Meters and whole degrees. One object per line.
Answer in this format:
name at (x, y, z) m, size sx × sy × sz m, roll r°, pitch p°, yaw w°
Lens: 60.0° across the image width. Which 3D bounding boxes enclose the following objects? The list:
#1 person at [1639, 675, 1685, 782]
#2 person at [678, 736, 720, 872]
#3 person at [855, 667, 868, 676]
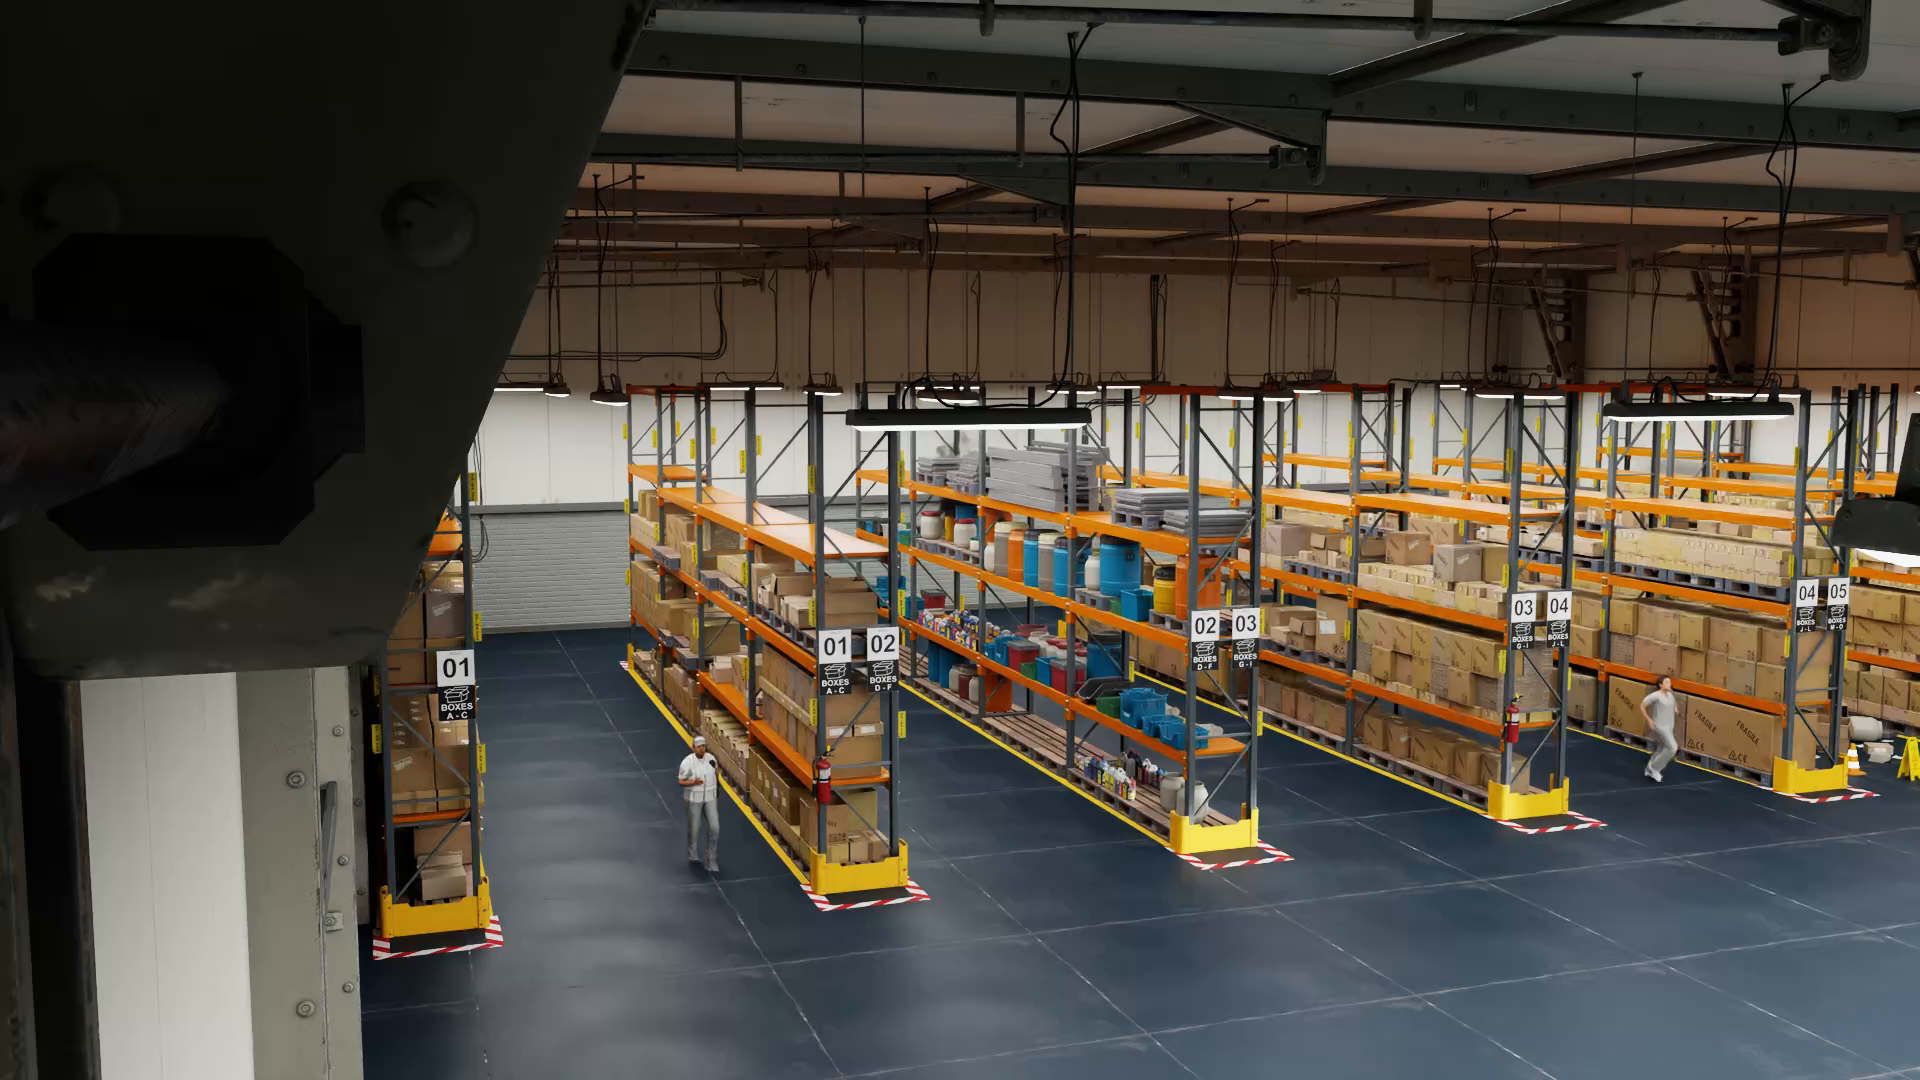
person at (10.757, 2.877, 25.395) m, size 0.545 × 1.638 × 0.641 m, roll -4°, pitch 7°, yaw -33°
person at (-3.289, 3.332, 21.098) m, size 0.585 × 1.719 × 0.708 m, roll -2°, pitch 6°, yaw -23°
person at (-1.842, 2.107, 29.676) m, size 0.651 × 1.752 × 0.567 m, roll -3°, pitch 7°, yaw -29°
